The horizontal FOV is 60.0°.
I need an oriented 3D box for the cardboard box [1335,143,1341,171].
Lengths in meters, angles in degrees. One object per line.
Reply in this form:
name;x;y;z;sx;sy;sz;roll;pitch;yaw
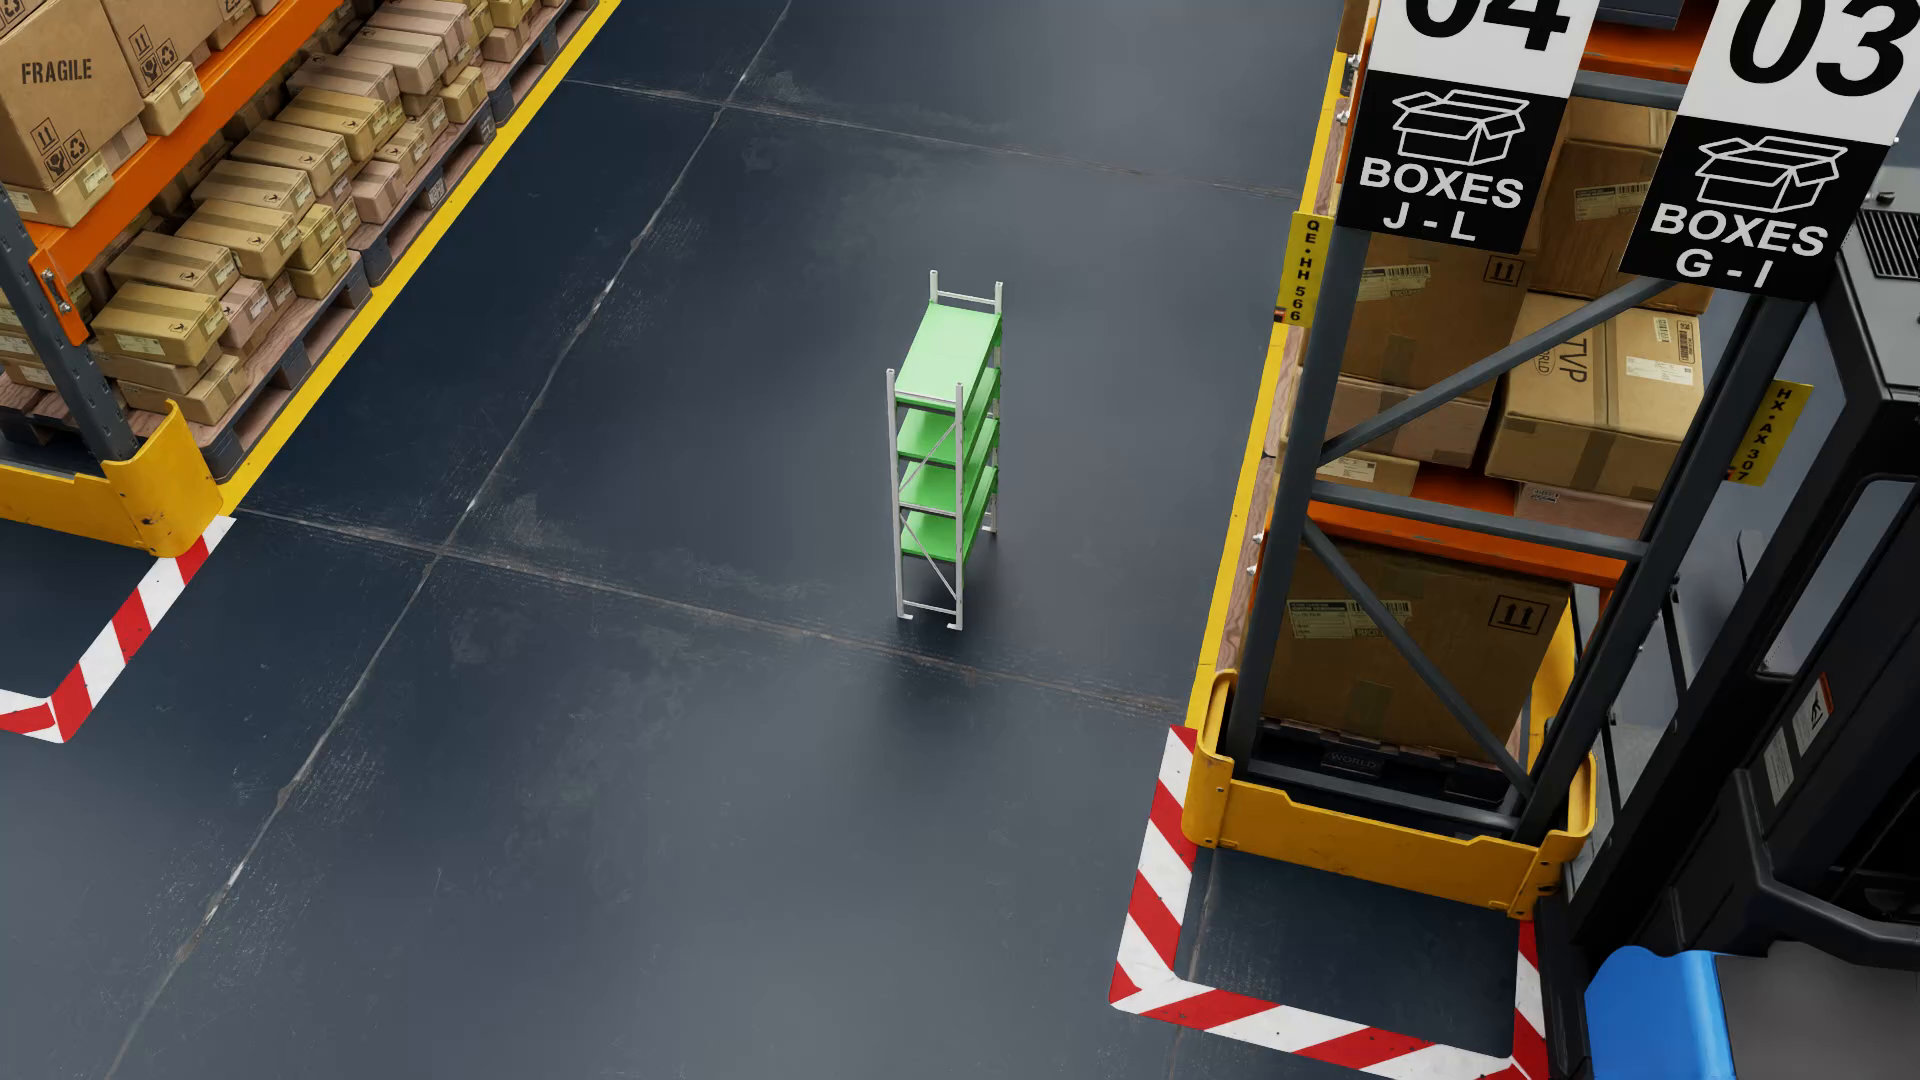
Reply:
cardboard box;1.433;-1.212;5.486;0.380;0.149;0.250;12;50;10

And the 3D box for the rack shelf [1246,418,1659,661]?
rack shelf;1.848;-1.254;5.836;1.077;0.370;4.000;12;50;10

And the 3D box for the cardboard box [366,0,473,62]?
cardboard box;-2.440;-2.314;7.516;0.380;0.149;0.250;9;49;8

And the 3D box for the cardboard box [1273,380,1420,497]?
cardboard box;1.097;-0.285;4.669;0.380;0.149;0.250;12;50;11

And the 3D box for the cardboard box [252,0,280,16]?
cardboard box;-2.763;-2.139;6.305;0.380;0.149;0.250;11;49;9

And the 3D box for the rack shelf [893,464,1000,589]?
rack shelf;-0.044;-0.076;5.922;0.258;0.148;0.480;12;50;10

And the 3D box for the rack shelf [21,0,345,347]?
rack shelf;-2.911;-2.306;6.765;1.077;0.370;4.000;12;50;10

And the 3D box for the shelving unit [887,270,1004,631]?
shelving unit;-0.044;-0.277;5.694;0.258;1.200;0.503;12;50;10

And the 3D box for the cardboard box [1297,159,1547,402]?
cardboard box;1.196;-0.747;4.310;0.500;0.500;0.500;12;50;10

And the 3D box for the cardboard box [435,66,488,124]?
cardboard box;-2.431;-2.087;7.713;0.380;0.149;0.250;11;50;10

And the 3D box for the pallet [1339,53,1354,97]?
pallet;2.505;-2.589;8.394;1.003;0.211;1.213;12;50;10

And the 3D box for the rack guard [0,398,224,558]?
rack guard;-3.417;-0.325;6.204;1.175;0.500;0.348;12;50;10

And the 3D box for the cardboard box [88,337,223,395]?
cardboard box;-3.052;-0.720;6.308;0.380;0.149;0.250;13;50;12

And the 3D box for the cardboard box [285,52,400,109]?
cardboard box;-2.670;-1.959;7.202;0.380;0.149;0.250;12;50;10

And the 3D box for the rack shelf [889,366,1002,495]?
rack shelf;-0.044;-0.394;5.562;0.258;0.148;0.480;12;50;10

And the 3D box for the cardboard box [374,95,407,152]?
cardboard box;-2.683;-1.874;7.326;0.380;0.149;0.250;14;50;12

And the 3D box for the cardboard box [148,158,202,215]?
cardboard box;-3.346;-1.481;6.781;0.380;0.149;0.250;10;49;9

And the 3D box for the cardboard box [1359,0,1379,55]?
cardboard box;1.594;-1.610;5.572;0.500;0.250;0.500;12;50;10

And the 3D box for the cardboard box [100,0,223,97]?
cardboard box;-2.936;-1.891;5.654;0.500;0.500;0.500;12;50;10

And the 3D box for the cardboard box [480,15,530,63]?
cardboard box;-2.315;-2.460;8.042;0.380;0.149;0.250;10;49;9

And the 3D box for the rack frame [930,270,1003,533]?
rack frame;0.021;-0.454;5.850;0.240;1.200;0.015;12;50;10

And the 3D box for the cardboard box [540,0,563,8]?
cardboard box;-2.159;-2.836;8.373;0.380;0.149;0.250;12;50;11

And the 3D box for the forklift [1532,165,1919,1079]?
forklift;2.334;0.234;4.089;1.130;2.935;3.031;6;49;5

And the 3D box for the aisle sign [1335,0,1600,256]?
aisle sign;1.013;-0.913;3.321;0.394;0.787;0.004;12;50;10

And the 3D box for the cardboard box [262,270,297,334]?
cardboard box;-2.942;-0.995;6.749;0.380;0.149;0.250;12;50;10

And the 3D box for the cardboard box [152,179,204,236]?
cardboard box;-3.268;-1.380;6.890;0.380;0.149;0.250;11;49;10

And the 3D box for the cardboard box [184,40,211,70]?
cardboard box;-2.950;-1.775;5.983;0.380;0.149;0.250;14;50;12

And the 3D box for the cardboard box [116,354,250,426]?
cardboard box;-2.990;-0.609;6.408;0.380;0.149;0.250;12;50;11

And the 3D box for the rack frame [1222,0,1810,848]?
rack frame;1.321;-0.046;4.290;1.000;3.000;0.127;12;50;10

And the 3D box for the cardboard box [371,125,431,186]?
cardboard box;-2.596;-1.731;7.398;0.380;0.149;0.250;12;50;10

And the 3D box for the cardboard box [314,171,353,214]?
cardboard box;-2.796;-1.476;6.975;0.380;0.149;0.250;9;49;8

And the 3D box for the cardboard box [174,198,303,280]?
cardboard box;-2.825;-1.182;6.517;0.380;0.149;0.250;11;50;10

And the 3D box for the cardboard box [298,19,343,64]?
cardboard box;-3.008;-2.220;7.434;0.380;0.149;0.250;10;49;8

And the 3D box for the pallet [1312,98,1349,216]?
pallet;2.099;-1.482;7.417;1.003;0.211;1.213;12;50;10

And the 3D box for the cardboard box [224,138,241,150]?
cardboard box;-3.229;-1.765;7.230;0.380;0.149;0.250;14;50;12

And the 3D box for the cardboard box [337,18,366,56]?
cardboard box;-2.967;-2.313;7.714;0.380;0.149;0.250;14;50;12

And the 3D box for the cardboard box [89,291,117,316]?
cardboard box;-3.453;-1.008;6.562;0.380;0.149;0.250;11;49;9

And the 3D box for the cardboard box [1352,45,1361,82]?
cardboard box;1.567;-1.580;5.811;0.380;0.149;0.250;10;49;9

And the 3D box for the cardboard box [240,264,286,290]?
cardboard box;-2.946;-1.101;6.644;0.380;0.149;0.250;12;50;11

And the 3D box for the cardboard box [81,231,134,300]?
cardboard box;-3.421;-1.093;6.439;0.380;0.149;0.250;12;50;11

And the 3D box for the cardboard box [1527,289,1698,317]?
cardboard box;1.839;-0.766;4.827;0.500;0.250;0.500;11;49;10

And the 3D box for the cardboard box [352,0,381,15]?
cardboard box;-2.870;-2.602;7.770;0.380;0.149;0.250;10;49;9

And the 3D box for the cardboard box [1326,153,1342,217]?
cardboard box;1.327;-0.864;4.914;0.500;0.250;0.500;11;49;9

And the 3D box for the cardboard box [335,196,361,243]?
cardboard box;-2.794;-1.362;7.073;0.380;0.149;0.250;12;50;10

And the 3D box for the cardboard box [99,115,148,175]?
cardboard box;-3.009;-1.376;5.632;0.380;0.149;0.250;13;50;11

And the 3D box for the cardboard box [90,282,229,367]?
cardboard box;-2.971;-0.802;6.182;0.380;0.149;0.250;10;49;8

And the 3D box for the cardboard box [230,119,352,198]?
cardboard box;-2.758;-1.577;6.865;0.380;0.149;0.250;13;50;12

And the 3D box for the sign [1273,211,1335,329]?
sign;0.802;-0.624;3.870;0.100;0.325;0.005;12;50;10

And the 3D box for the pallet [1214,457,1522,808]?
pallet;1.456;0.283;5.859;1.003;0.211;1.213;12;50;10

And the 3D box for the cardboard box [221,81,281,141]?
cardboard box;-3.152;-1.855;7.111;0.380;0.149;0.250;10;49;9

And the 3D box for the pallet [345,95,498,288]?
pallet;-2.846;-1.690;7.601;1.003;0.211;1.213;12;50;10

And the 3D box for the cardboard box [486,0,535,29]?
cardboard box;-2.273;-2.599;7.966;0.380;0.149;0.250;10;49;9

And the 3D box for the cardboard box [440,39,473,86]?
cardboard box;-2.482;-2.249;7.657;0.380;0.149;0.250;13;50;11
